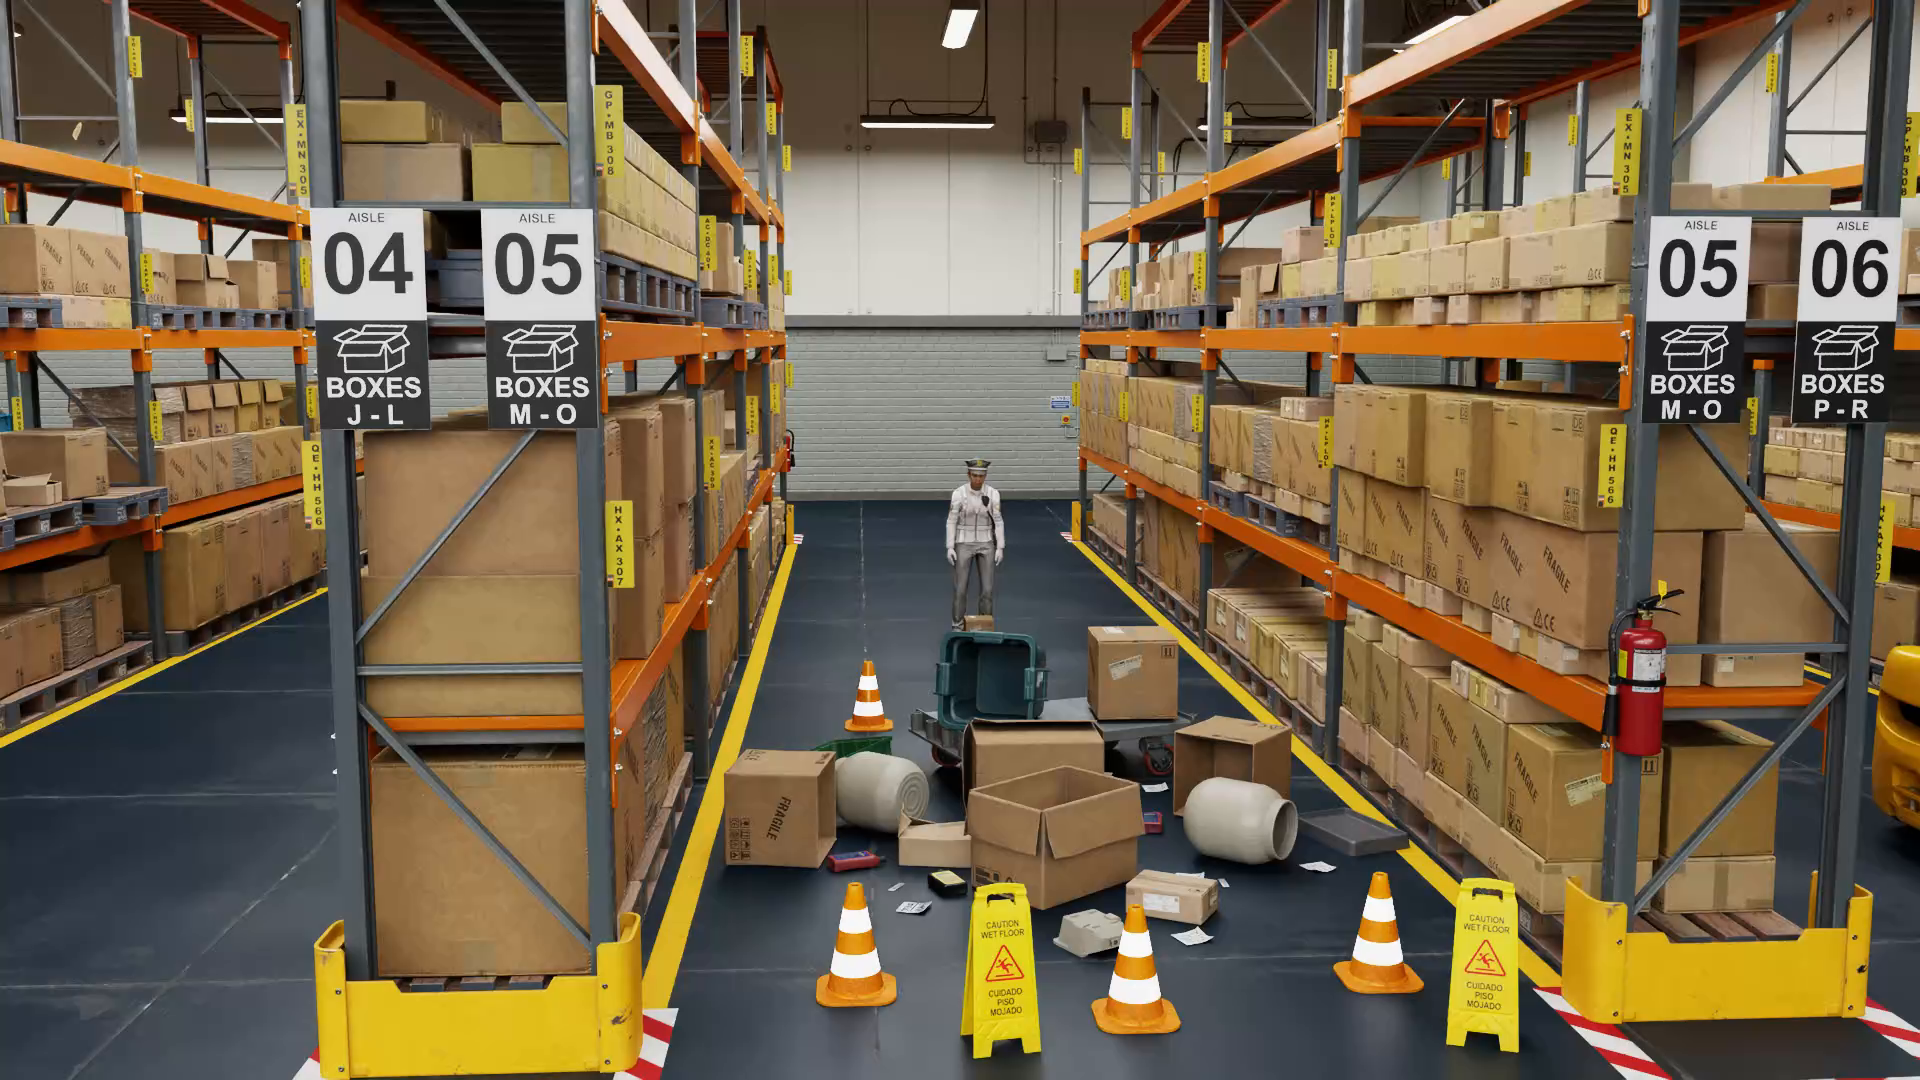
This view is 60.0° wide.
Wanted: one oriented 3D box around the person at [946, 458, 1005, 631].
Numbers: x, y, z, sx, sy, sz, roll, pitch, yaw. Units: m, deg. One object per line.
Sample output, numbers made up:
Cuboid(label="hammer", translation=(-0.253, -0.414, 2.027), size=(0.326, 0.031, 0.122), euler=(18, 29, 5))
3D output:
Cuboid(label="person", translation=(0.138, 0.088, 15.011), size=(0.530, 1.663, 0.371), euler=(0, 7, -3))
